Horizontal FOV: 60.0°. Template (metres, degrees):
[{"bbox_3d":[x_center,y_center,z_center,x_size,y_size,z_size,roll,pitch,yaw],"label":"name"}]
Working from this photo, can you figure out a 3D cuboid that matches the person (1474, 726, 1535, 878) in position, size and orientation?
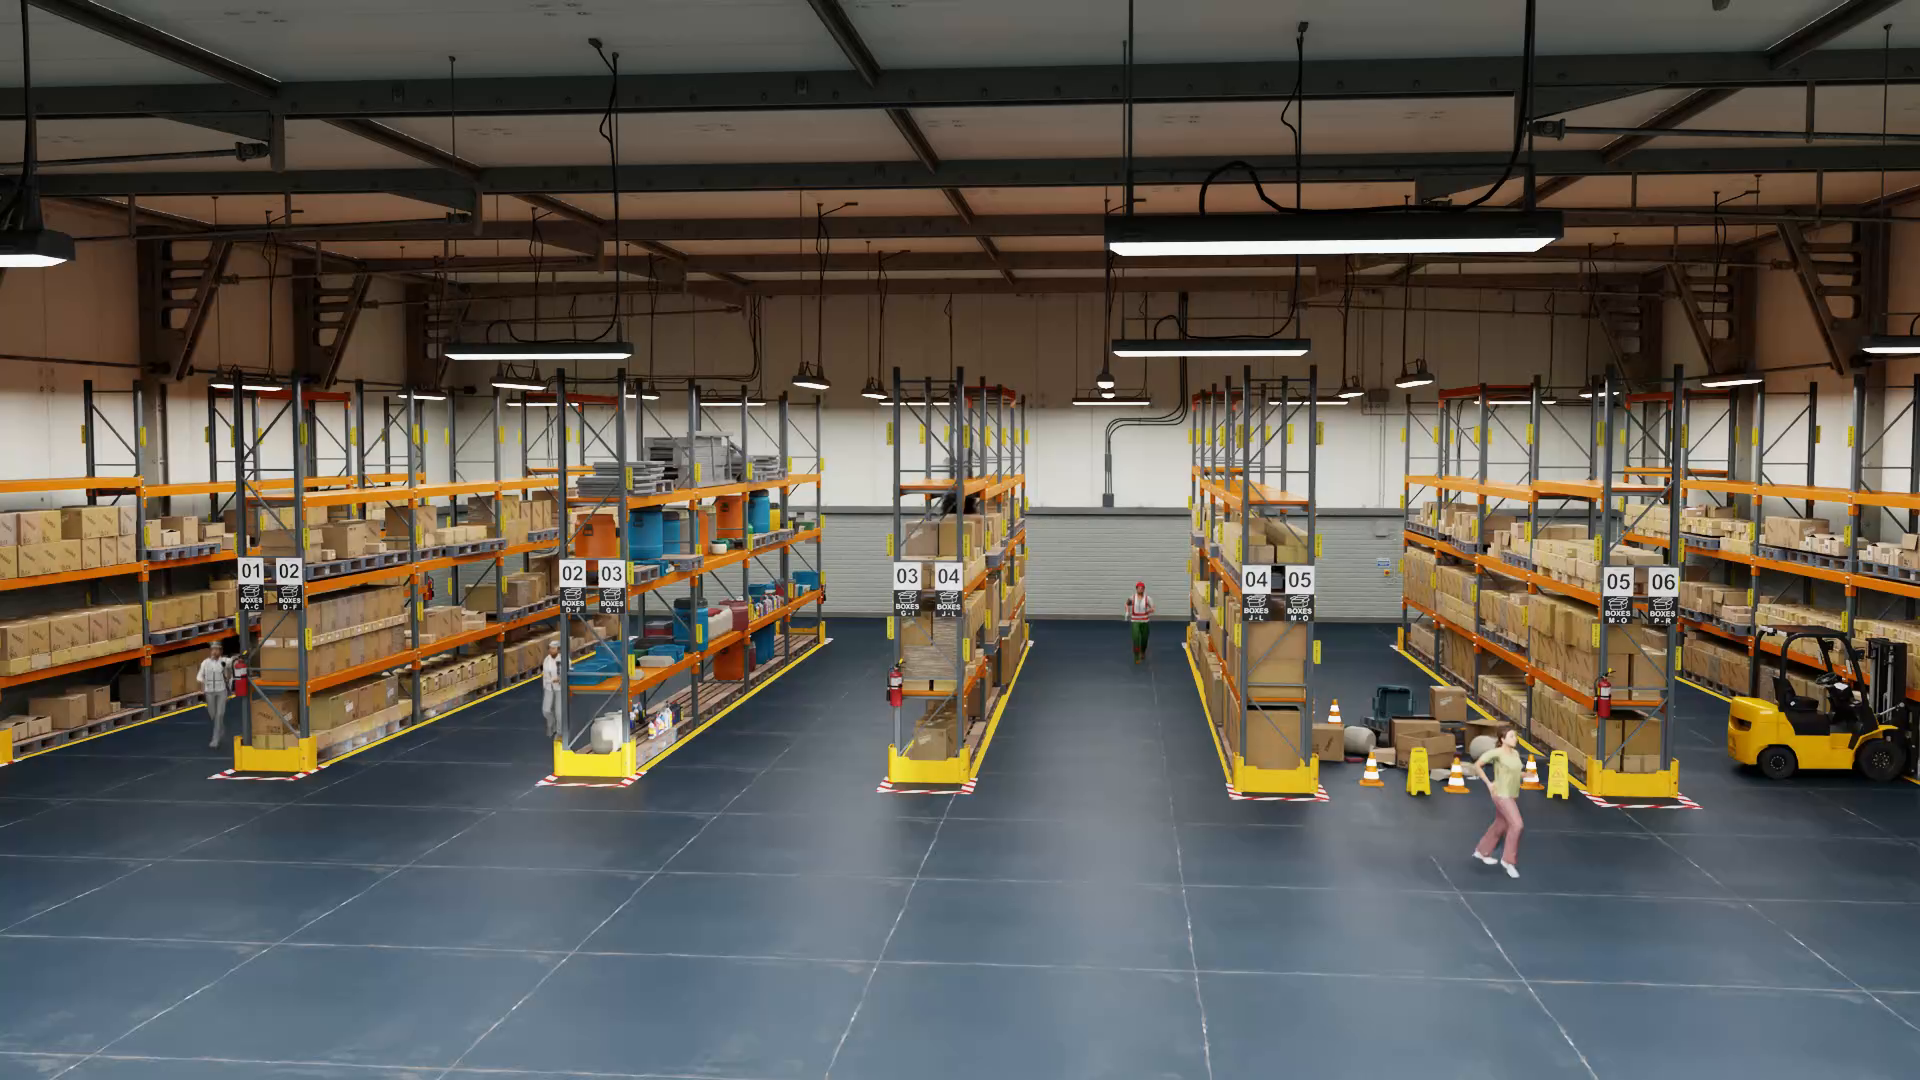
[{"bbox_3d":[6.241,2.986,19.106,0.558,1.723,0.732,-3,5,-40],"label":"person"}]

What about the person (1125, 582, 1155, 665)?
[{"bbox_3d":[3.960,1.808,36.549,0.659,1.771,1.004,0,4,5],"label":"person"}]

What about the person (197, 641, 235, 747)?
[{"bbox_3d":[-12.010,2.452,26.886,0.617,1.667,0.957,-1,4,-11],"label":"person"}]

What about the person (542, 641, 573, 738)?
[{"bbox_3d":[-6.680,2.478,27.451,0.588,1.633,0.574,1,4,10],"label":"person"}]
